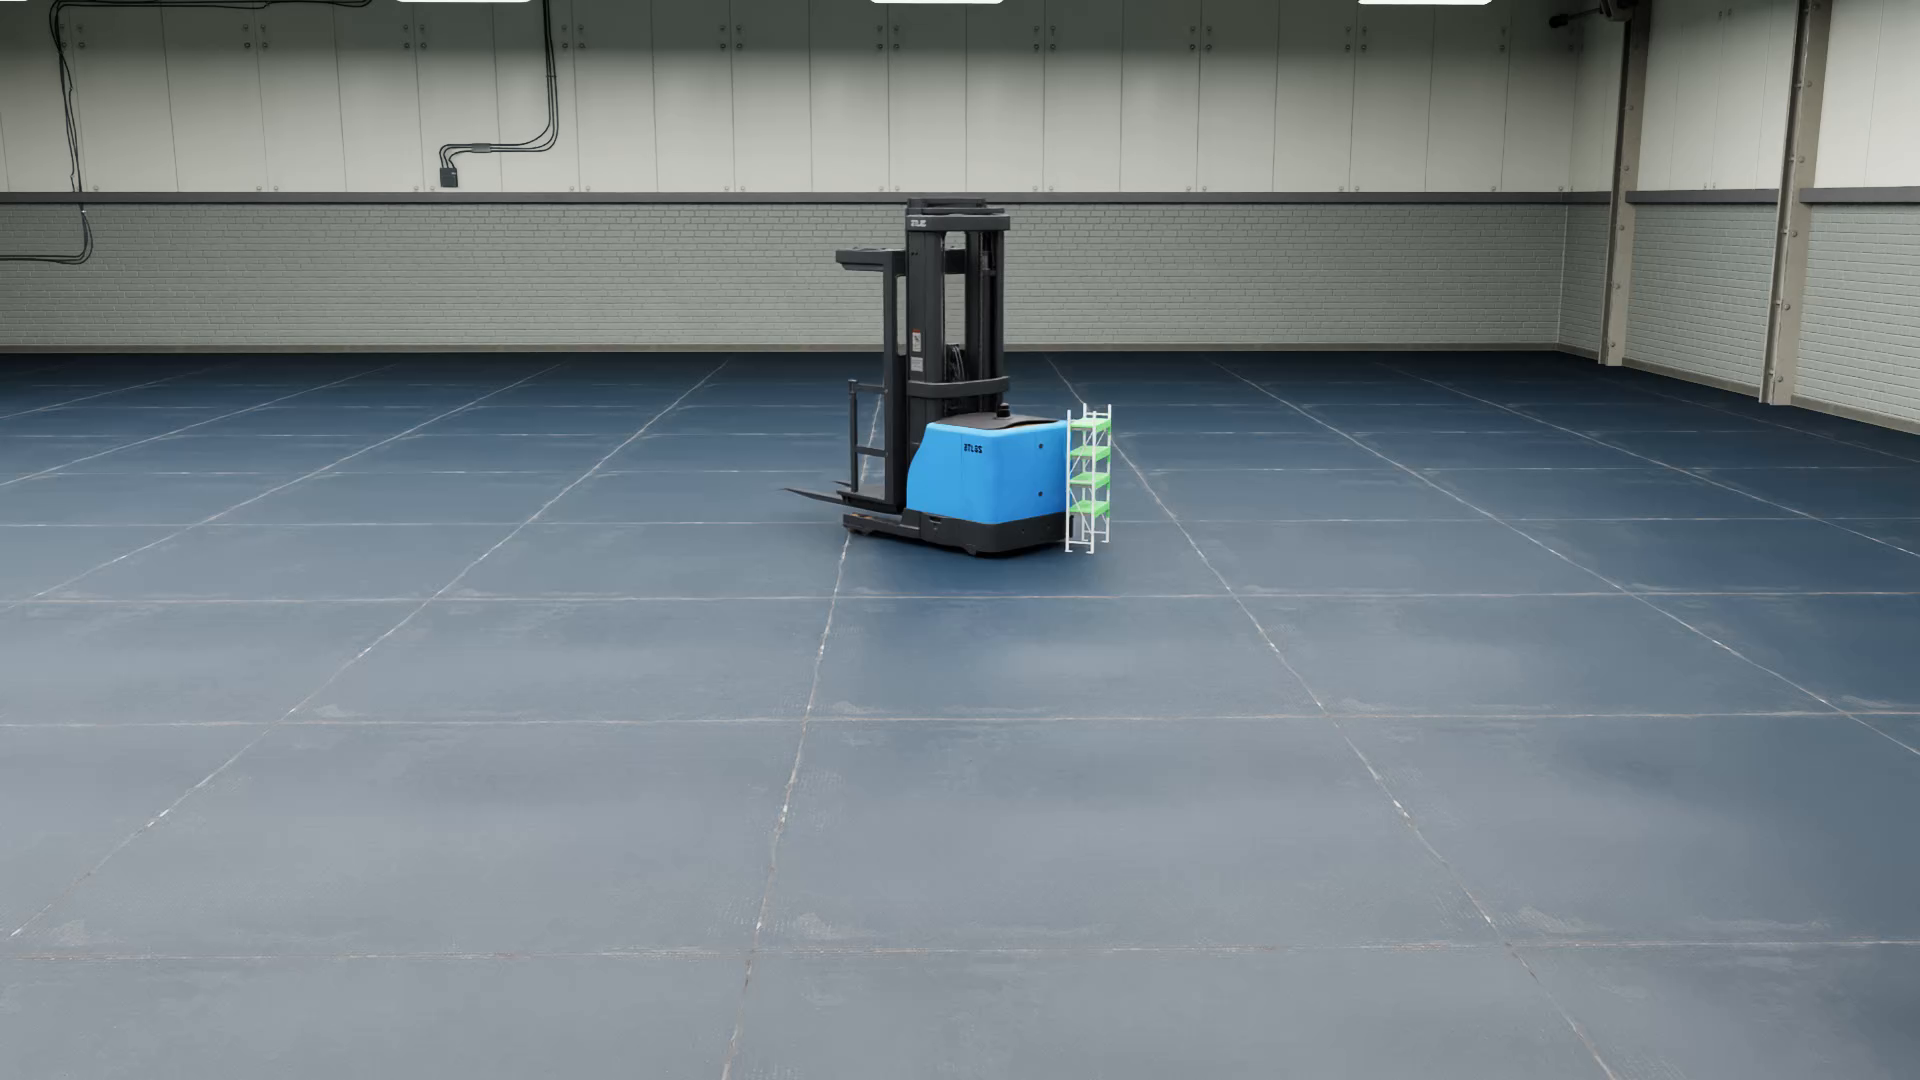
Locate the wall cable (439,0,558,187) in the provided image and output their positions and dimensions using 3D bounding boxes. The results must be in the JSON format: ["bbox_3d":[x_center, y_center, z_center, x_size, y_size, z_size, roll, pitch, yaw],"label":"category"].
[{"bbox_3d":[-8.871,-9.774,31.551,2.305,6.003,0.169,0,11,-1],"label":"wall cable"}]

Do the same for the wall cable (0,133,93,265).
[{"bbox_3d":[-18.363,-6.550,32.022,3.097,2.526,0.112,0,11,-1],"label":"wall cable"}]

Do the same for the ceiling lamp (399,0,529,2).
[{"bbox_3d":[-7.407,-9.623,24.679,2.000,3.185,0.800,0,11,-1],"label":"ceiling lamp"}]

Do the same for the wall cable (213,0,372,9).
[{"bbox_3d":[-12.564,-11.278,31.185,3.097,2.526,0.112,0,11,-1],"label":"wall cable"}]

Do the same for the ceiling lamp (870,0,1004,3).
[{"bbox_3d":[-0.349,-9.652,24.822,2.000,3.185,0.800,0,11,-1],"label":"ceiling lamp"}]

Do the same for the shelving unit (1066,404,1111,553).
[{"bbox_3d":[1.095,-0.530,14.152,0.258,1.200,0.503,4,12,19],"label":"shelving unit"}]

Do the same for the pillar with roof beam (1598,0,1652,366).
[{"bbox_3d":[7.565,-7.592,29.350,9.100,9.000,0.548,0,11,-1],"label":"pillar with roof beam"}]

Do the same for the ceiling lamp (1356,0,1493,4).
[{"bbox_3d":[6.990,-9.682,24.970,2.000,3.185,0.800,0,11,-1],"label":"ceiling lamp"}]

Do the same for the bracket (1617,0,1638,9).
[{"bbox_3d":[11.523,-9.290,28.666,0.235,0.232,0.430,0,11,-1],"label":"bracket"}]

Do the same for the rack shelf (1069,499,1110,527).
[{"bbox_3d":[1.095,-0.232,14.213,0.258,0.148,0.480,4,12,19],"label":"rack shelf"}]

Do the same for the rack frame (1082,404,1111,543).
[{"bbox_3d":[1.178,-0.575,14.377,0.240,1.200,0.015,4,12,19],"label":"rack frame"}]

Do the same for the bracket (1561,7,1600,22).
[{"bbox_3d":[11.469,-9.809,31.222,0.076,0.066,3.189,0,11,-1],"label":"bracket"}]

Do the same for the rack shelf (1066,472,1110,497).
[{"bbox_3d":[1.095,-0.467,14.165,0.258,0.148,0.480,4,12,19],"label":"rack shelf"}]

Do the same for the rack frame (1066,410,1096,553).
[{"bbox_3d":[1.012,-0.484,13.928,0.240,1.200,0.015,4,12,19],"label":"rack frame"}]

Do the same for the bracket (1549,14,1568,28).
[{"bbox_3d":[11.457,-9.926,31.801,0.235,0.232,0.430,0,11,-1],"label":"bracket"}]

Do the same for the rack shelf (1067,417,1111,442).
[{"bbox_3d":[1.095,-0.938,14.070,0.258,0.148,0.480,4,12,19],"label":"rack shelf"}]

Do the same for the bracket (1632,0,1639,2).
[{"bbox_3d":[11.576,-8.778,26.141,0.076,0.066,4.783,0,11,-1],"label":"bracket"}]

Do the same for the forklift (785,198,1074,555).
[{"bbox_3d":[-0.399,-1.543,14.792,1.130,2.935,3.031,-11,16,-42],"label":"forklift"}]

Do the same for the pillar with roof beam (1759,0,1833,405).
[{"bbox_3d":[7.689,-6.400,23.471,9.100,9.000,0.400,0,11,-1],"label":"pillar with roof beam"}]

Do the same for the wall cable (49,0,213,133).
[{"bbox_3d":[-15.658,-9.036,31.574,3.097,2.526,0.112,0,11,-1],"label":"wall cable"}]

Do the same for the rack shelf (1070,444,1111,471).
[{"bbox_3d":[1.095,-0.702,14.117,0.258,0.148,0.480,4,12,19],"label":"rack shelf"}]

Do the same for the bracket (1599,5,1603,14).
[{"bbox_3d":[11.506,-9.455,29.479,0.235,0.232,0.430,0,11,-1],"label":"bracket"}]
